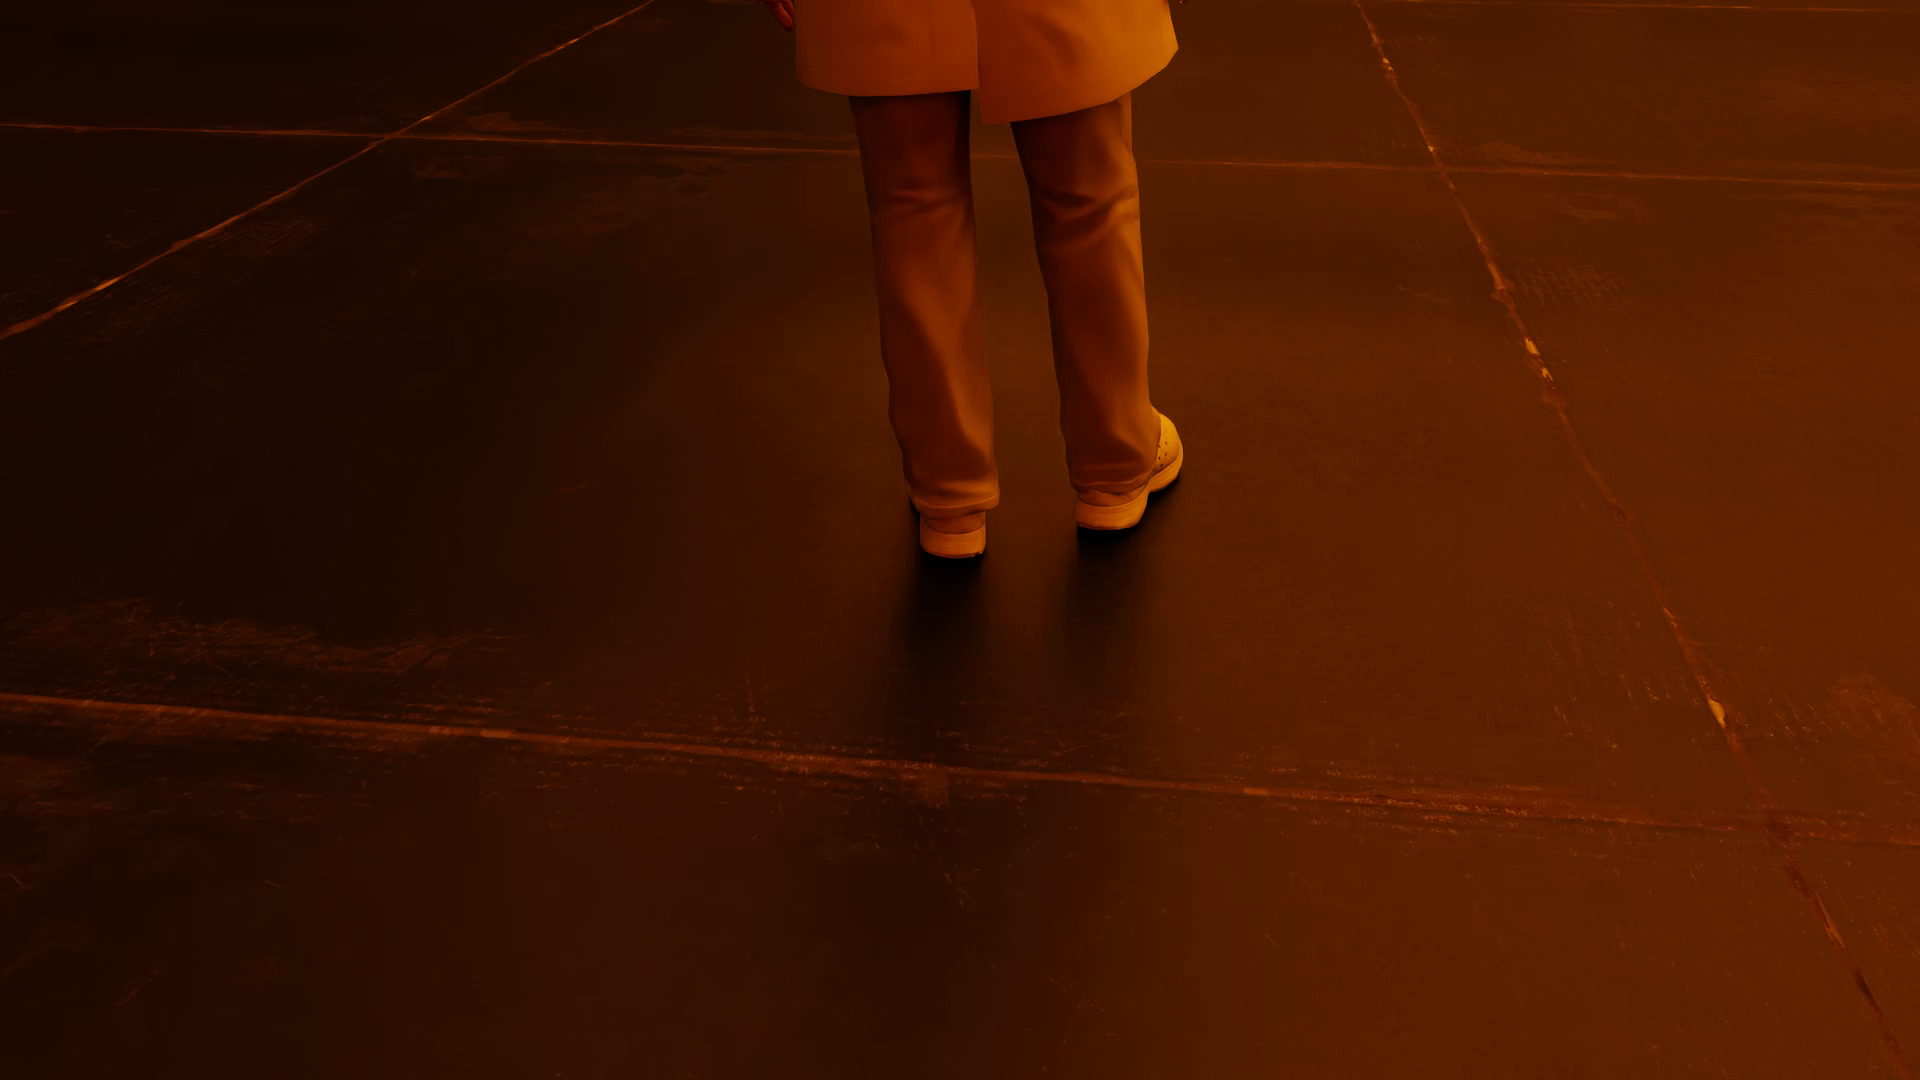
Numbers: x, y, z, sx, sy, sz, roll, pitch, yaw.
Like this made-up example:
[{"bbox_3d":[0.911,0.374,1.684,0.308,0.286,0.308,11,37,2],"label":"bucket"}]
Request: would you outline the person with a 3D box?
[{"bbox_3d":[0.017,-0.841,2.180,0.696,1.775,0.581,3,27,7],"label":"person"}]
